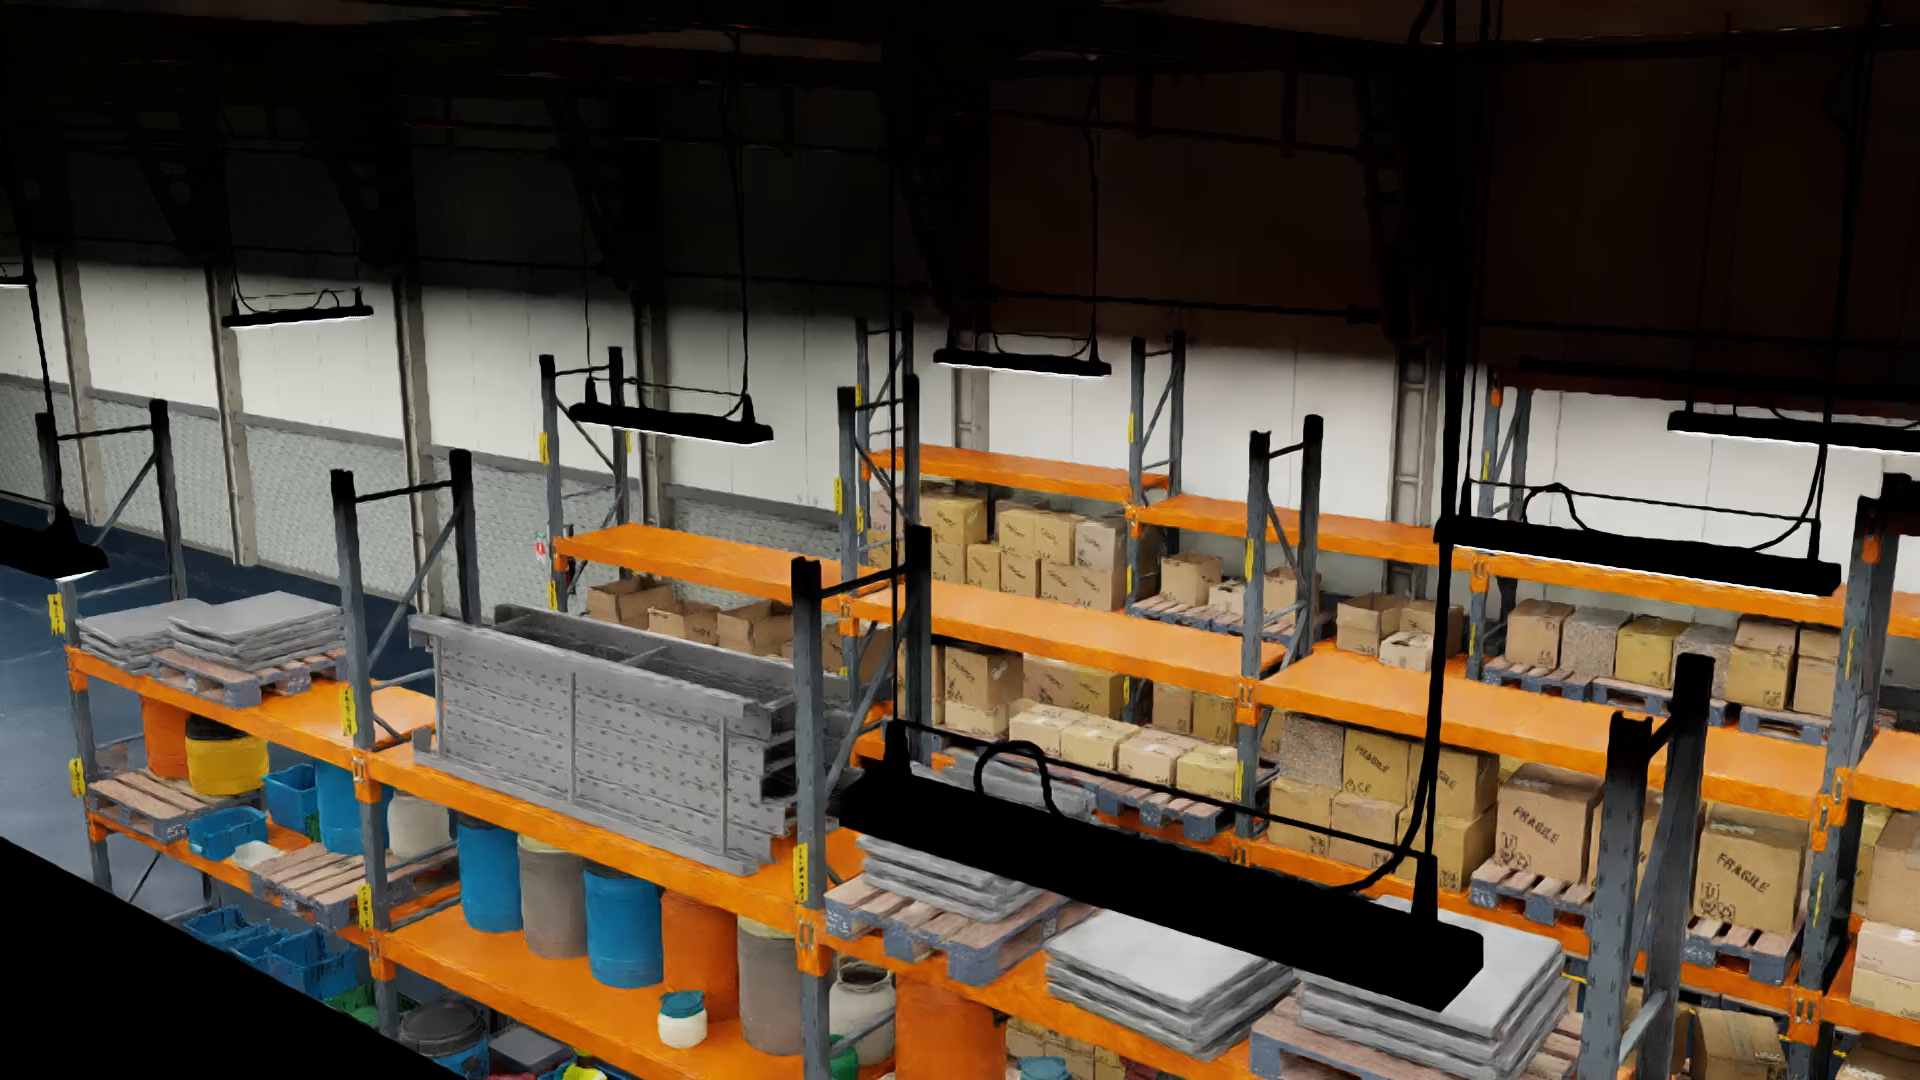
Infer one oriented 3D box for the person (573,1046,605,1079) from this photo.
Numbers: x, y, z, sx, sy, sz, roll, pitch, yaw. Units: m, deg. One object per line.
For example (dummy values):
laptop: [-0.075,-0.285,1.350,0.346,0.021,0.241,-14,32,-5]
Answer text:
person: [-2.672,4.312,11.936,0.718,1.746,0.590,5,14,21]
